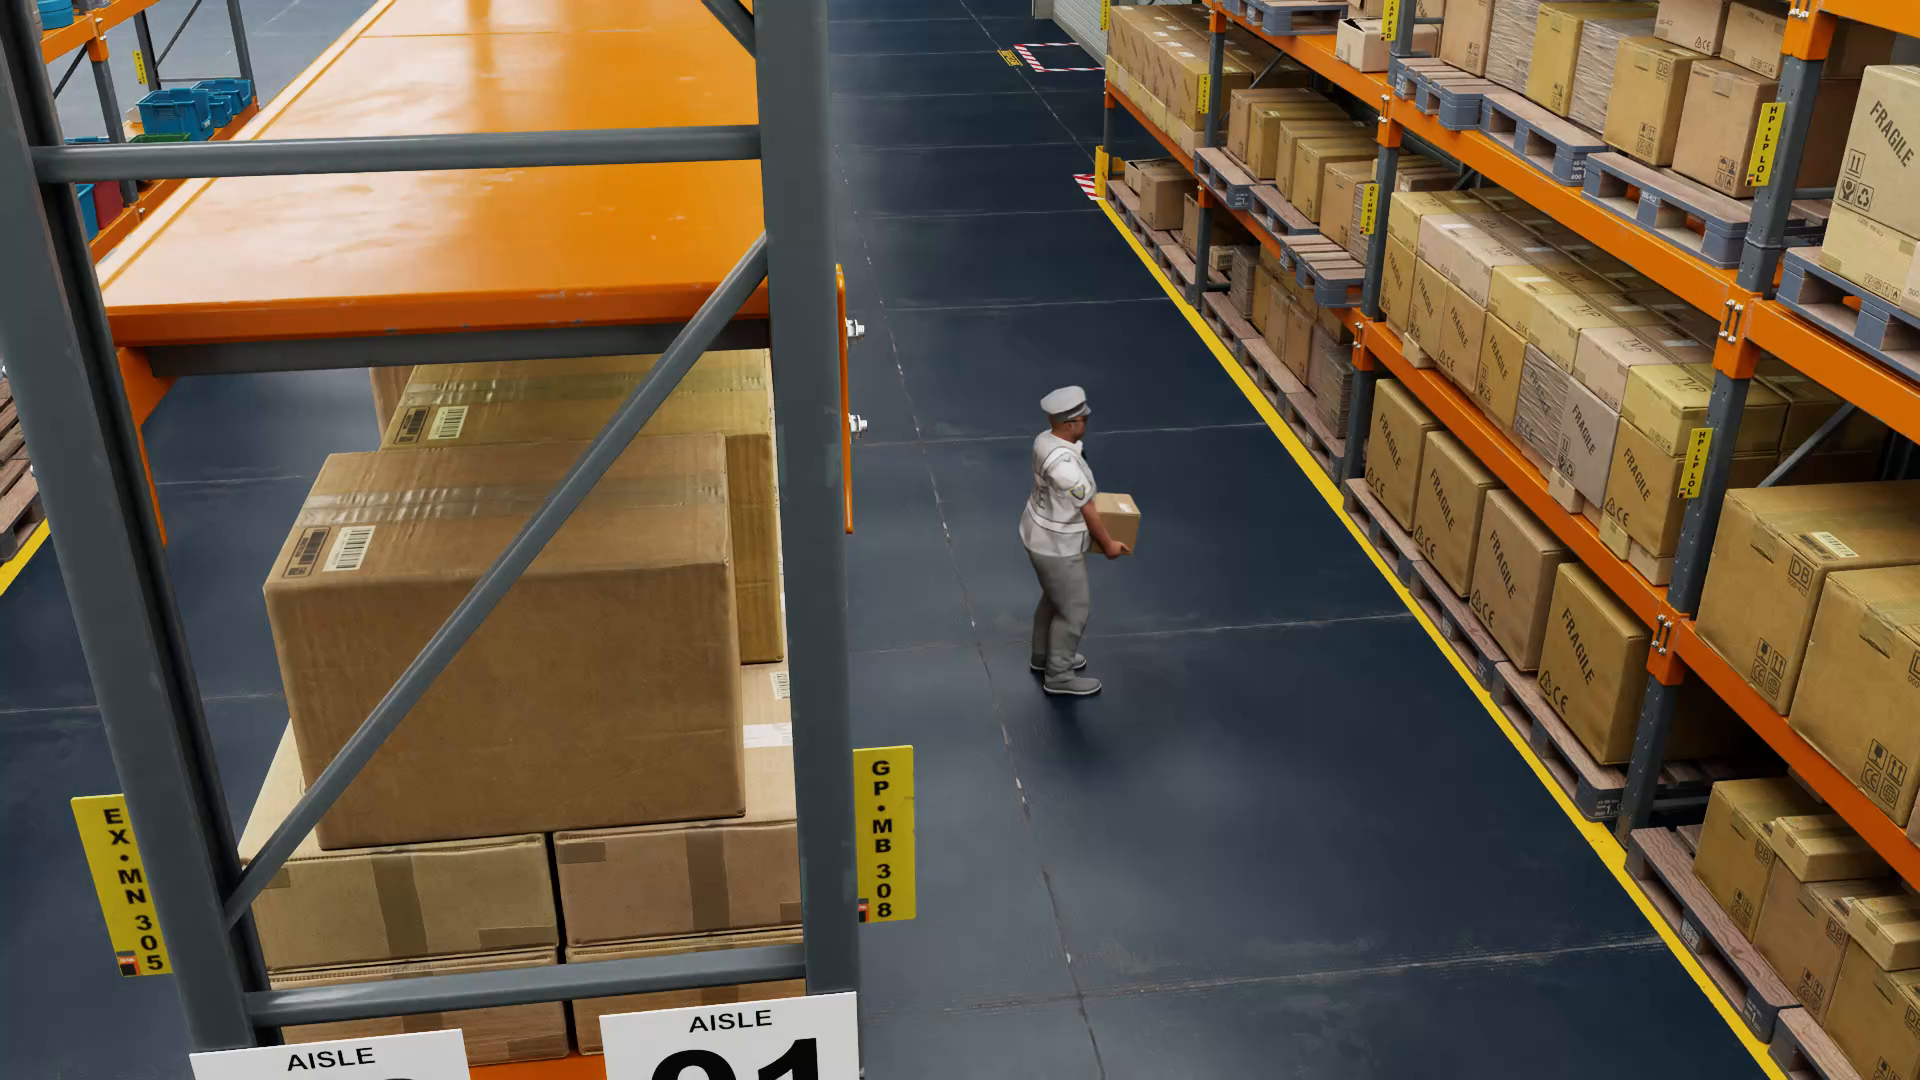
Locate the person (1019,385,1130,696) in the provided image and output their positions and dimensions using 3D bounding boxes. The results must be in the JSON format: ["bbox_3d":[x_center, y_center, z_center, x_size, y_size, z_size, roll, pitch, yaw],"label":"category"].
[{"bbox_3d":[0.614,0.000,9.086,0.570,1.768,0.490,-4,27,-8],"label":"person"}]
